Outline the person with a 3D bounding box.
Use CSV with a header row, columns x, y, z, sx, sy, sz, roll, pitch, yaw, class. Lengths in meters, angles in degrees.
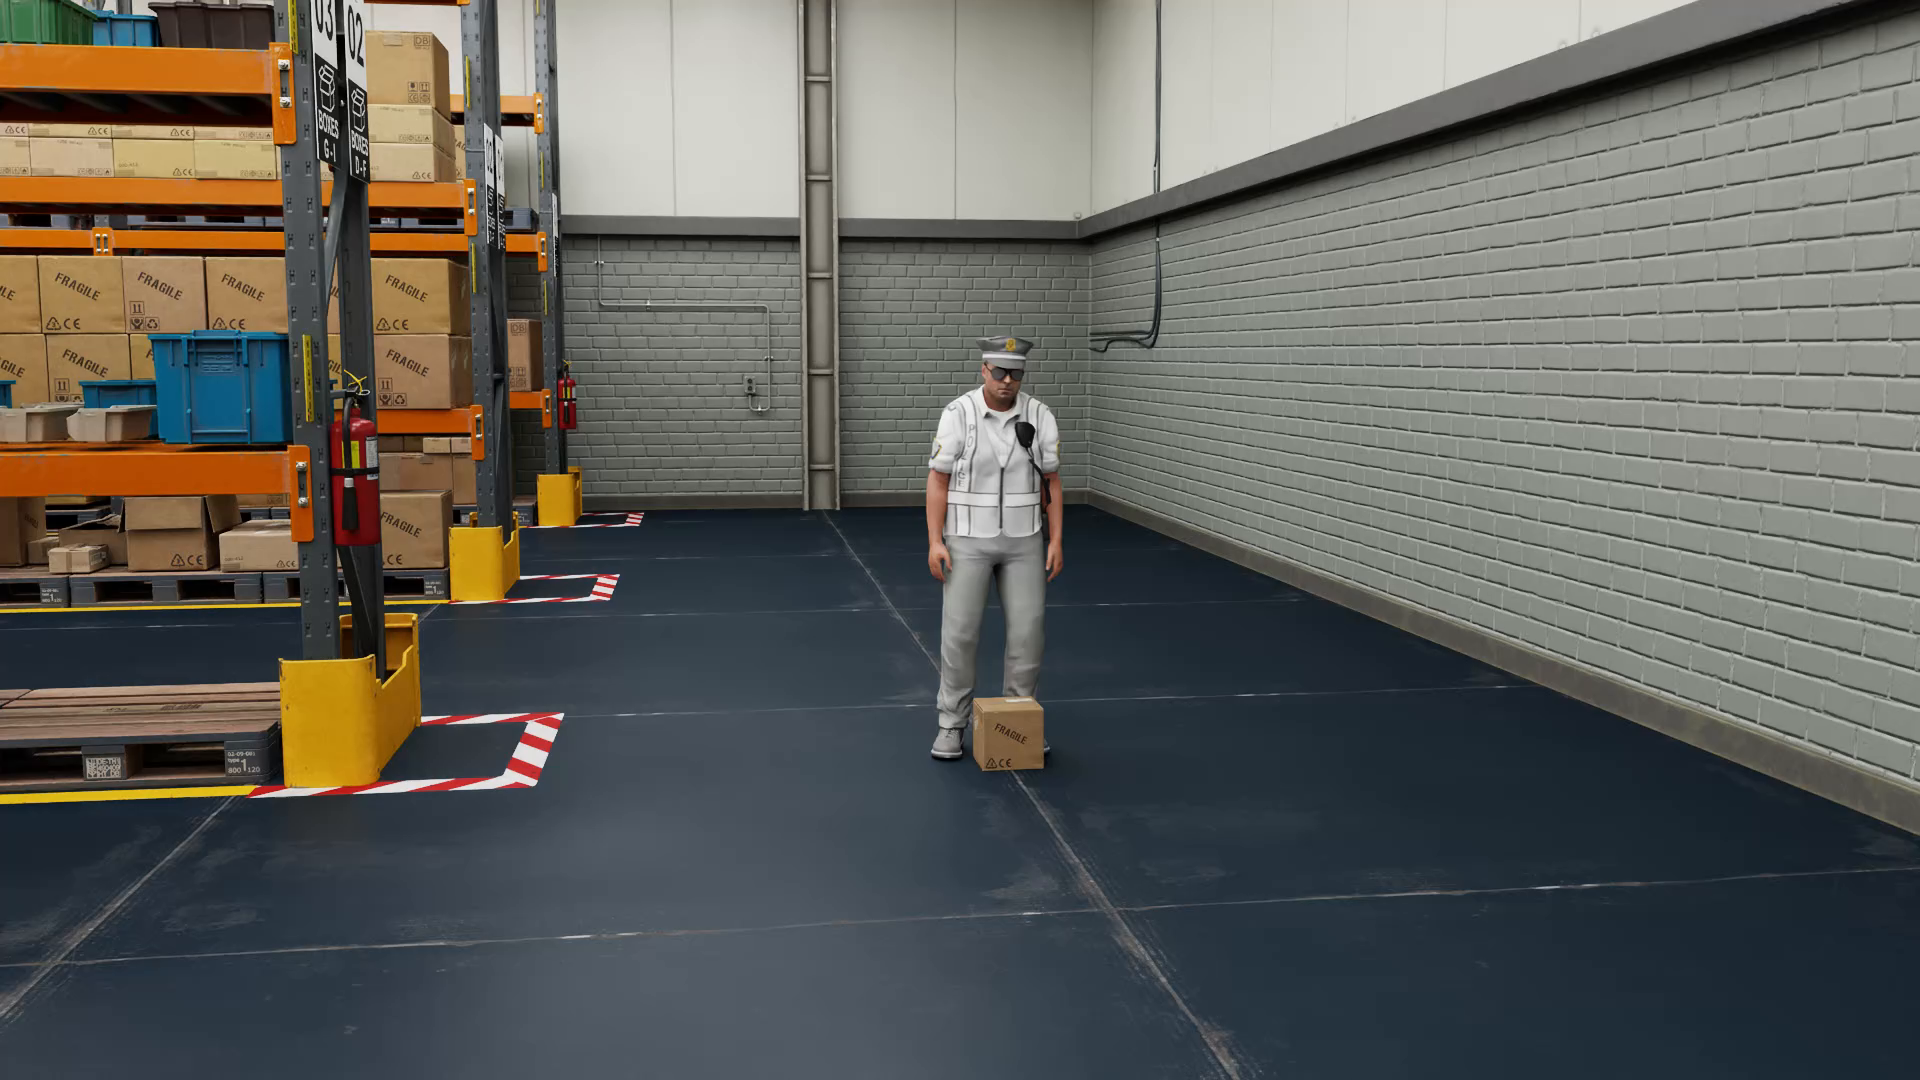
x,y,z,sx,sy,sz,roll,pitch,yaw,class
0.146,0.018,7.013,0.586,1.748,0.436,-1,7,-8,person
